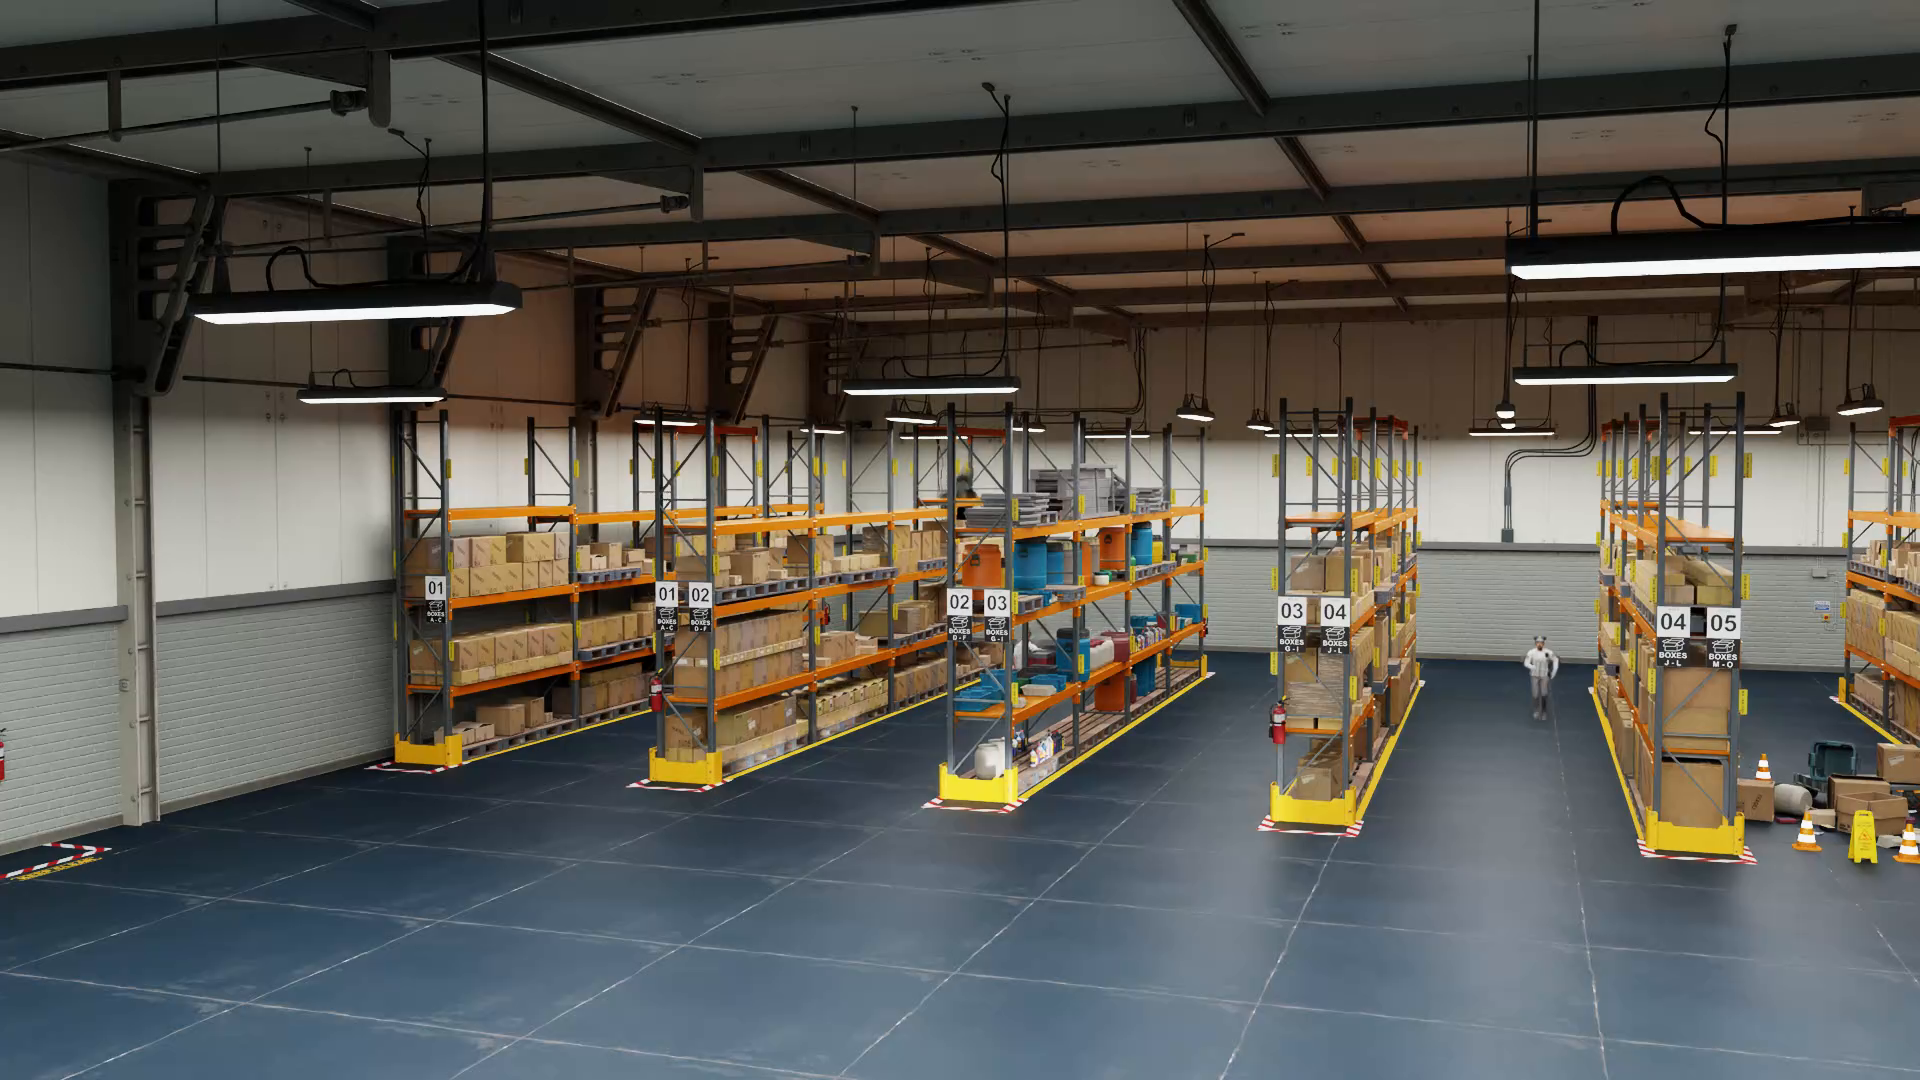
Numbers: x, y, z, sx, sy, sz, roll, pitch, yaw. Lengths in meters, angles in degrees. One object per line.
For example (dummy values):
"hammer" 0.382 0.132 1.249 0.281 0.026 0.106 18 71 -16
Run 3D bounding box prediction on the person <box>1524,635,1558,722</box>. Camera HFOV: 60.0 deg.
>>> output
"person" 11.544 2.758 33.059 0.626 1.743 0.696 1 3 21

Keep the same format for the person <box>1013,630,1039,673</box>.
"person" 1.369 2.690 33.769 0.662 1.767 0.685 1 3 26
